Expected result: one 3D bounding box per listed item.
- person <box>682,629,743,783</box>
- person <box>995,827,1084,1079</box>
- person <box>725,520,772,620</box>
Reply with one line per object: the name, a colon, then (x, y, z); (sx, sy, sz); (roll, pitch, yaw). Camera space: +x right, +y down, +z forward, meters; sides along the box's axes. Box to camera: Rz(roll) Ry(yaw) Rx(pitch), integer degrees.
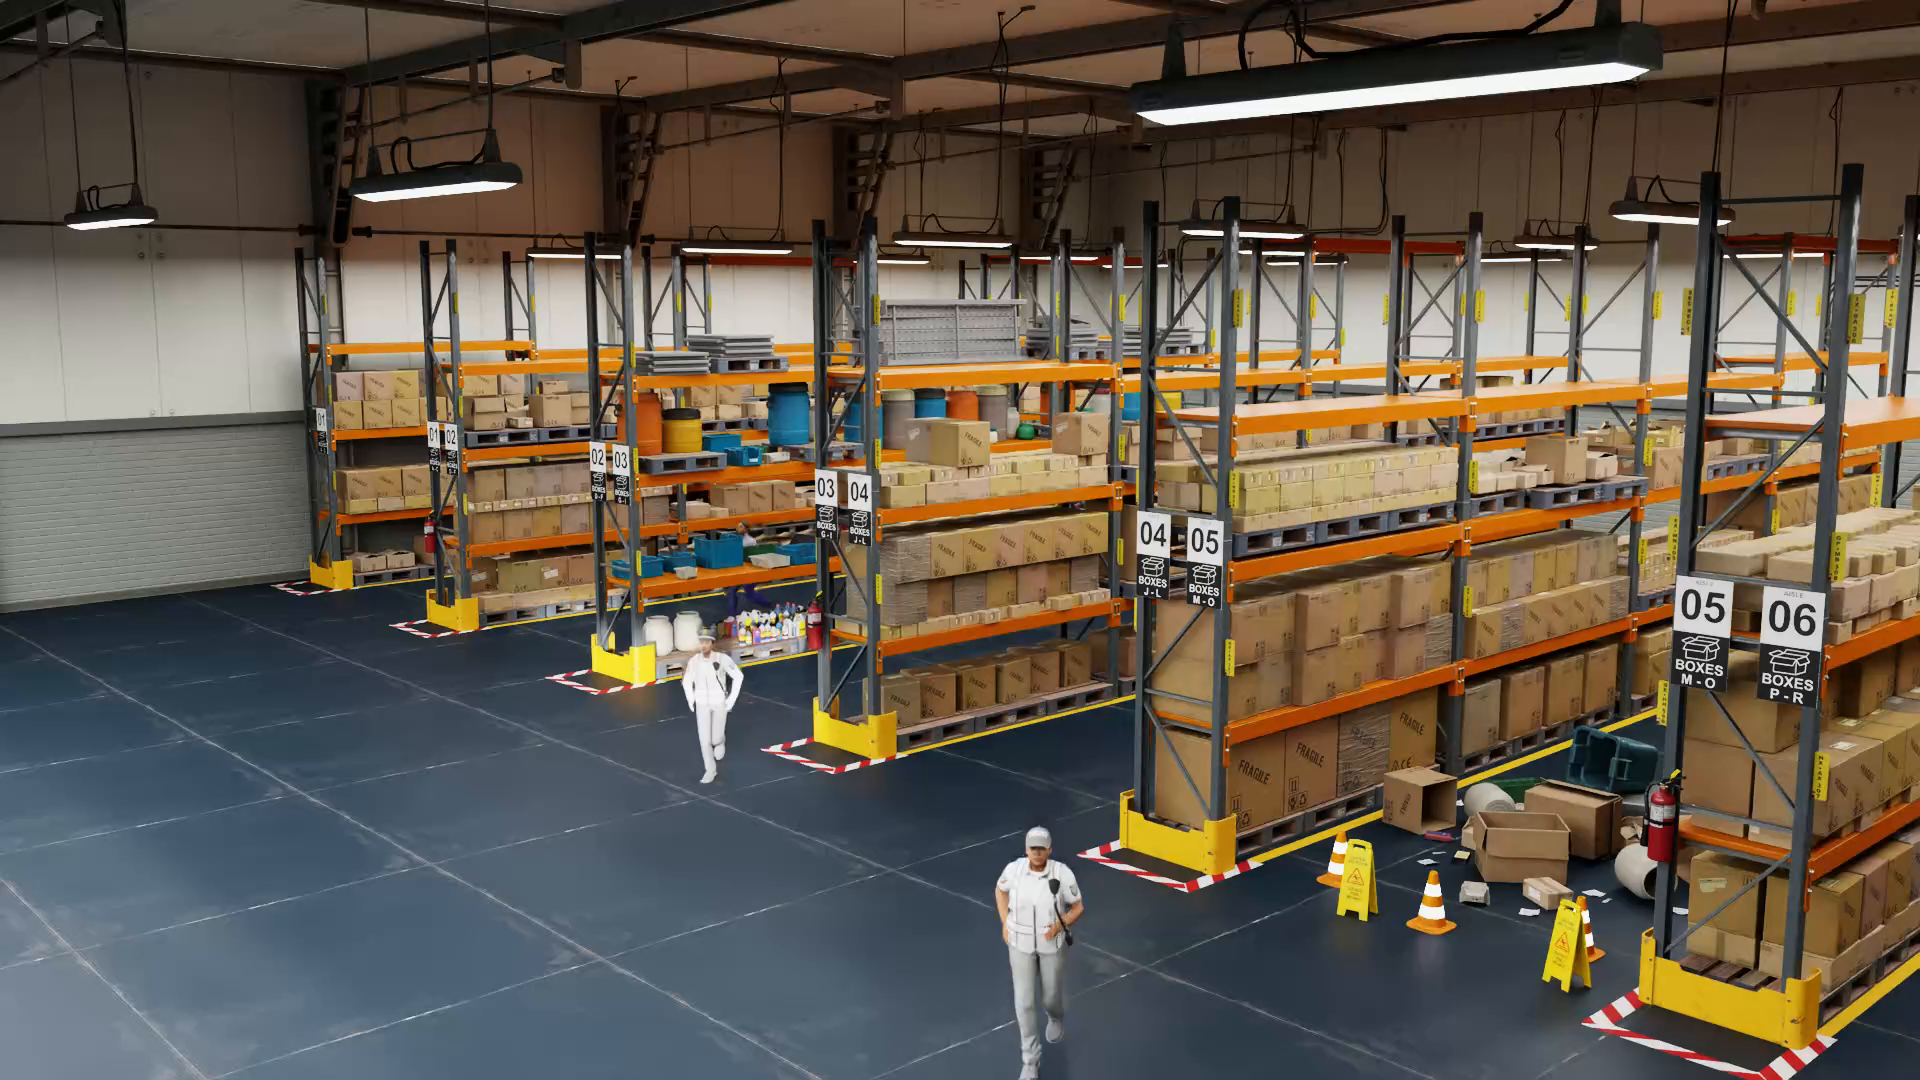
person: (-2.653, 1.751, 17.866); (0.646, 1.663, 0.622); (1, 8, 5)
person: (0.525, 2.730, 11.186); (0.609, 1.675, 0.775); (1, 8, 7)
person: (-3.422, 0.499, 26.348); (0.615, 1.612, 0.918); (8, 11, 42)
